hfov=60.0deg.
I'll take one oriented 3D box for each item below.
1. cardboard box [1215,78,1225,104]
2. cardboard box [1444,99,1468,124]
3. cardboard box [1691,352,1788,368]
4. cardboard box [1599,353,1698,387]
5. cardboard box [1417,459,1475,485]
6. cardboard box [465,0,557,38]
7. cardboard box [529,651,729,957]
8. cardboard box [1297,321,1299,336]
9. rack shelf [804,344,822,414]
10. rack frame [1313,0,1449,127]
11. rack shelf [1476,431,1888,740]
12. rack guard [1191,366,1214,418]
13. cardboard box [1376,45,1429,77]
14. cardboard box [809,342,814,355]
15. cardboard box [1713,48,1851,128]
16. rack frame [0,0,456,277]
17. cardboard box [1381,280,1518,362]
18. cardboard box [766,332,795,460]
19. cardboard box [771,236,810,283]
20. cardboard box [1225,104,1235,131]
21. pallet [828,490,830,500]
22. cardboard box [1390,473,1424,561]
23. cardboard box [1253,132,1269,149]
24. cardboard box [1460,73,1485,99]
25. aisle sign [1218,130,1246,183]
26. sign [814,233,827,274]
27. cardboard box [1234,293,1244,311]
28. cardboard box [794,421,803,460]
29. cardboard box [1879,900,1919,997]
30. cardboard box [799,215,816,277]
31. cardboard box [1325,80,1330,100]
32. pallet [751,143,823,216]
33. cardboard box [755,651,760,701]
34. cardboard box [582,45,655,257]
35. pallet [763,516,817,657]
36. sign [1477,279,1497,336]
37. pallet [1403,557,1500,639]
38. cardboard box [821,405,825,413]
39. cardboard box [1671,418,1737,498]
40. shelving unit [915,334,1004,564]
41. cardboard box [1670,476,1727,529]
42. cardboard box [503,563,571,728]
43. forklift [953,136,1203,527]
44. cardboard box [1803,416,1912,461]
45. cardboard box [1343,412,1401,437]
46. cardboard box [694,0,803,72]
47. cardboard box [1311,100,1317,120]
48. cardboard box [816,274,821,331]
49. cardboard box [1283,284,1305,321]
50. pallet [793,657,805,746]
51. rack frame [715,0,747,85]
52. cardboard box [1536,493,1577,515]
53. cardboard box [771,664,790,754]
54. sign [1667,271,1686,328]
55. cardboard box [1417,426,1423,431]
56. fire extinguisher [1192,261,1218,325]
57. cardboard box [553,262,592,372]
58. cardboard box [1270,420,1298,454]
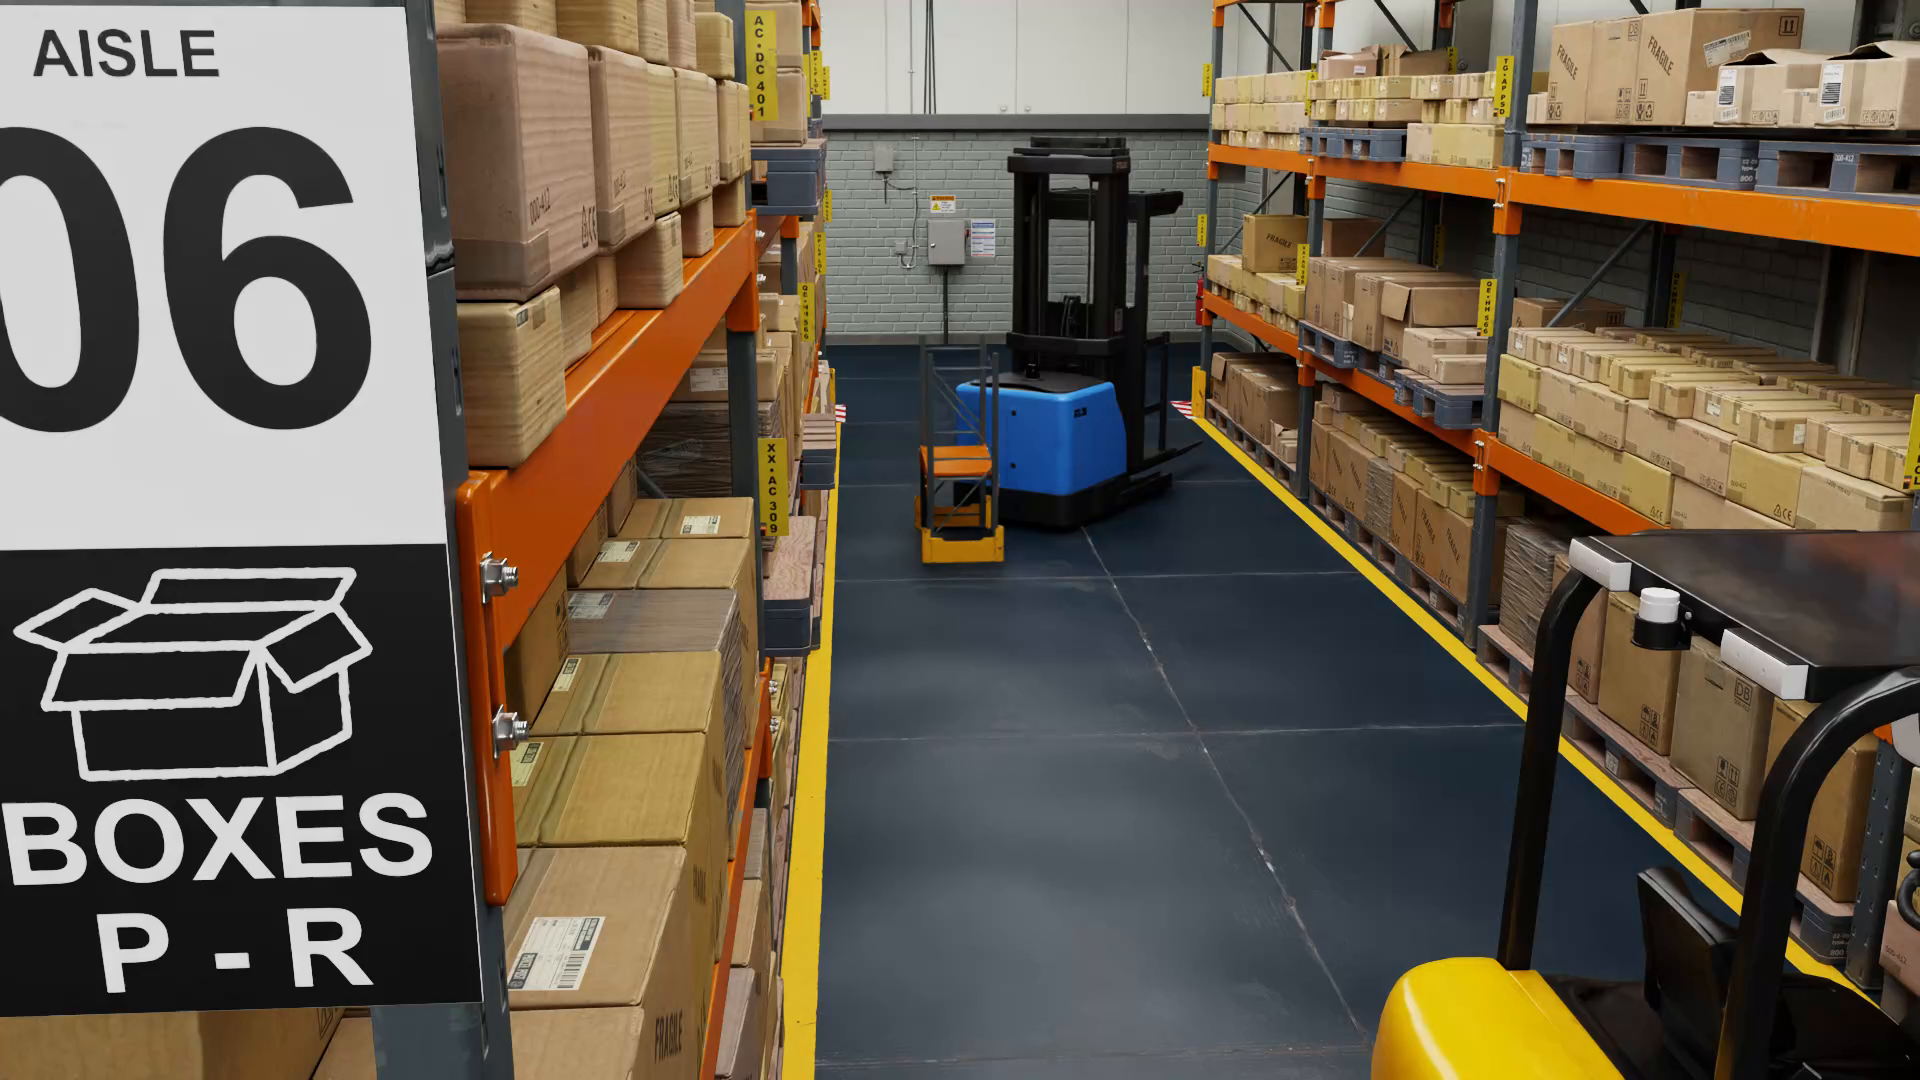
[{"bbox_3d":[2.834,-4.456,16.505,0.500,0.250,0.500,-1,14,-4],"label":"cardboard box"},{"bbox_3d":[3.244,-2.663,10.339,0.380,0.149,0.250,-1,14,-3],"label":"cardboard box"},{"bbox_3d":[3.881,-0.844,8.284,0.380,0.149,0.250,-1,14,-4],"label":"cardboard box"},{"bbox_3d":[3.412,-0.836,8.254,0.380,0.149,0.250,-1,14,-3],"label":"cardboard box"},{"bbox_3d":[3.278,-0.440,11.088,0.380,0.149,0.250,0,14,-2],"label":"cardboard box"},{"bbox_3d":[-0.710,-0.681,2.038,0.380,0.149,0.250,-1,14,-3],"label":"cardboard box"},{"bbox_3d":[-0.766,0.557,3.545,0.500,0.500,0.500,-1,14,-5],"label":"cardboard box"},{"bbox_3d":[3.033,-1.763,13.861,0.380,0.149,0.250,-1,14,-3],"label":"cardboard box"},{"bbox_3d":[-1.525,-0.885,11.392,1.077,0.370,4.000,-1,14,-3],"label":"rack shelf"},{"bbox_3d":[3.305,-4.714,12.789,1.000,3.000,0.127,-1,14,-3],"label":"rack frame"},{"bbox_3d":[3.676,0.032,7.827,1.077,0.370,4.000,-1,14,-3],"label":"rack shelf"},{"bbox_3d":[3.062,-1.574,17.641,1.175,0.500,0.348,-1,14,-3],"label":"rack guard"},{"bbox_3d":[3.392,-3.661,12.749,0.396,0.266,0.258,-1,14,-4],"label":"cardboard box"},{"bbox_3d":[-1.254,-1.415,11.303,0.500,0.250,0.500,-1,14,-2],"label":"cardboard box"},{"bbox_3d":[3.465,-1.848,6.804,0.500,0.311,0.500,-1,14,-5],"label":"cardboard box"},{"bbox_3d":[-0.906,-1.652,0.889,1.000,3.000,0.127,-1,14,-3],"label":"rack frame"},{"bbox_3d":[3.267,-1.471,11.172,0.797,0.503,0.637,-1,14,-5],"label":"cardboard box"},{"bbox_3d":[-0.988,-0.634,7.330,0.500,0.500,0.500,-1,15,-6],"label":"cardboard box"},{"bbox_3d":[-1.273,-1.773,11.191,0.500,0.500,0.500,-1,14,-3],"label":"cardboard box"},{"bbox_3d":[2.864,-4.087,16.076,0.500,0.250,0.500,-1,14,-2],"label":"cardboard box"},{"bbox_3d":[-1.618,-0.571,14.323,1.003,0.211,1.213,-1,14,-3],"label":"pallet"},{"bbox_3d":[3.256,-0.163,11.315,0.500,0.500,0.500,0,14,-1],"label":"cardboard box"},{"bbox_3d":[2.863,-3.607,15.010,0.380,0.149,0.250,-1,14,-2],"label":"cardboard box"},{"bbox_3d":[3.258,-2.745,10.058,0.380,0.149,0.250,-1,14,-5],"label":"cardboard box"},{"bbox_3d":[2.760,-4.075,17.128,0.394,0.787,0.004,-1,14,-3],"label":"aisle sign"},{"bbox_3d":[-1.108,-2.264,13.143,0.100,0.325,0.005,-1,14,-3],"label":"sign"},{"bbox_3d":[2.834,-2.275,15.852,0.380,0.149,0.250,-1,14,-5],"label":"cardboard box"},{"bbox_3d":[-0.958,-0.482,8.041,0.380,0.149,0.250,-1,14,-2],"label":"cardboard box"},{"bbox_3d":[3.500,1.434,5.607,0.500,0.250,0.500,-1,14,-3],"label":"cardboard box"},{"bbox_3d":[-1.437,-2.386,13.573,0.500,0.500,0.500,-1,14,-3],"label":"cardboard box"},{"bbox_3d":[2.973,-3.389,12.524,0.380,0.149,0.250,-1,14,-3],"label":"cardboard box"},{"bbox_3d":[-1.086,-1.259,5.755,1.213,0.211,1.003,-1,14,-3],"label":"pallet"},{"bbox_3d":[-0.829,0.455,5.242,0.380,0.149,0.250,-1,14,-4],"label":"cardboard box"},{"bbox_3d":[-0.693,-0.526,2.233,0.500,0.250,0.500,-1,14,-4],"label":"cardboard box"},{"bbox_3d":[-1.056,0.159,6.274,1.003,0.211,1.213,-1,14,-3],"label":"pallet"},{"bbox_3d":[3.011,-1.326,9.494,0.100,0.325,0.005,-1,14,-3],"label":"sign"},{"bbox_3d":[3.544,0.350,10.742,1.003,0.211,1.213,-1,14,-3],"label":"pallet"},{"bbox_3d":[-1.581,-0.852,14.116,0.875,0.438,0.875,-1,14,-4],"label":"cardboard box"},{"bbox_3d":[3.450,-0.362,7.211,0.500,0.250,0.500,-1,14,-2],"label":"cardboard box"},{"bbox_3d":[-0.018,-0.697,12.224,0.587,1.500,1.083,-1,14,-4],"label":"shelving unit"},{"bbox_3d":[3.471,-0.117,7.262,0.500,0.250,0.500,-1,14,-3],"label":"cardboard box"},{"bbox_3d":[-1.206,0.075,3.410,0.700,0.500,0.500,-1,14,-4],"label":"cardboard box"},{"bbox_3d":[1.143,-1.833,13.770,1.130,2.935,3.031,9,17,30],"label":"forklift"},{"bbox_3d":[3.561,-0.389,6.516,0.380,0.149,0.250,-1,14,-3],"label":"cardboard box"},{"bbox_3d":[3.183,-0.891,12.842,0.380,0.149,0.250,-2,15,-6],"label":"cardboard box"},{"bbox_3d":[-0.831,-1.843,6.103,0.500,0.250,0.500,-1,14,-5],"label":"cardboard box"},{"bbox_3d":[2.926,-3.311,12.817,0.380,0.149,0.250,-1,14,-3],"label":"cardboard box"},{"bbox_3d":[-1.444,-2.026,14.179,0.500,0.500,0.500,-1,14,-3],"label":"cardboard box"},{"bbox_3d":[3.030,-2.003,13.996,0.500,0.250,0.500,-1,14,-2],"label":"cardboard box"},{"bbox_3d":[-1.354,0.808,8.961,1.003,0.211,1.213,-1,14,-3],"label":"pallet"},{"bbox_3d":[-1.154,-2.647,4.755,1.000,3.000,0.127,-1,14,-3],"label":"rack frame"},{"bbox_3d":[3.831,-0.256,10.372,0.380,0.149,0.250,0,14,-1],"label":"cardboard box"},{"bbox_3d":[-1.281,0.846,7.651,0.950,0.372,0.625,0,14,-2],"label":"cardboard box"},{"bbox_3d":[4.106,-1.384,9.563,0.100,0.325,0.005,-1,14,-3],"label":"sign"},{"bbox_3d":[3.703,-0.840,12.642,0.380,0.149,0.250,-2,15,-6],"label":"cardboard box"},{"bbox_3d":[2.586,-2.615,17.574,0.296,0.674,0.183,-1,14,-3],"label":"fire extinguisher"},{"bbox_3d":[-0.690,-0.296,2.140,0.380,0.149,0.250,0,14,-2],"label":"cardboard box"},{"bbox_3d":[2.955,-0.911,14.691,0.396,0.266,0.258,0,14,-1],"label":"cardboard box"}]
